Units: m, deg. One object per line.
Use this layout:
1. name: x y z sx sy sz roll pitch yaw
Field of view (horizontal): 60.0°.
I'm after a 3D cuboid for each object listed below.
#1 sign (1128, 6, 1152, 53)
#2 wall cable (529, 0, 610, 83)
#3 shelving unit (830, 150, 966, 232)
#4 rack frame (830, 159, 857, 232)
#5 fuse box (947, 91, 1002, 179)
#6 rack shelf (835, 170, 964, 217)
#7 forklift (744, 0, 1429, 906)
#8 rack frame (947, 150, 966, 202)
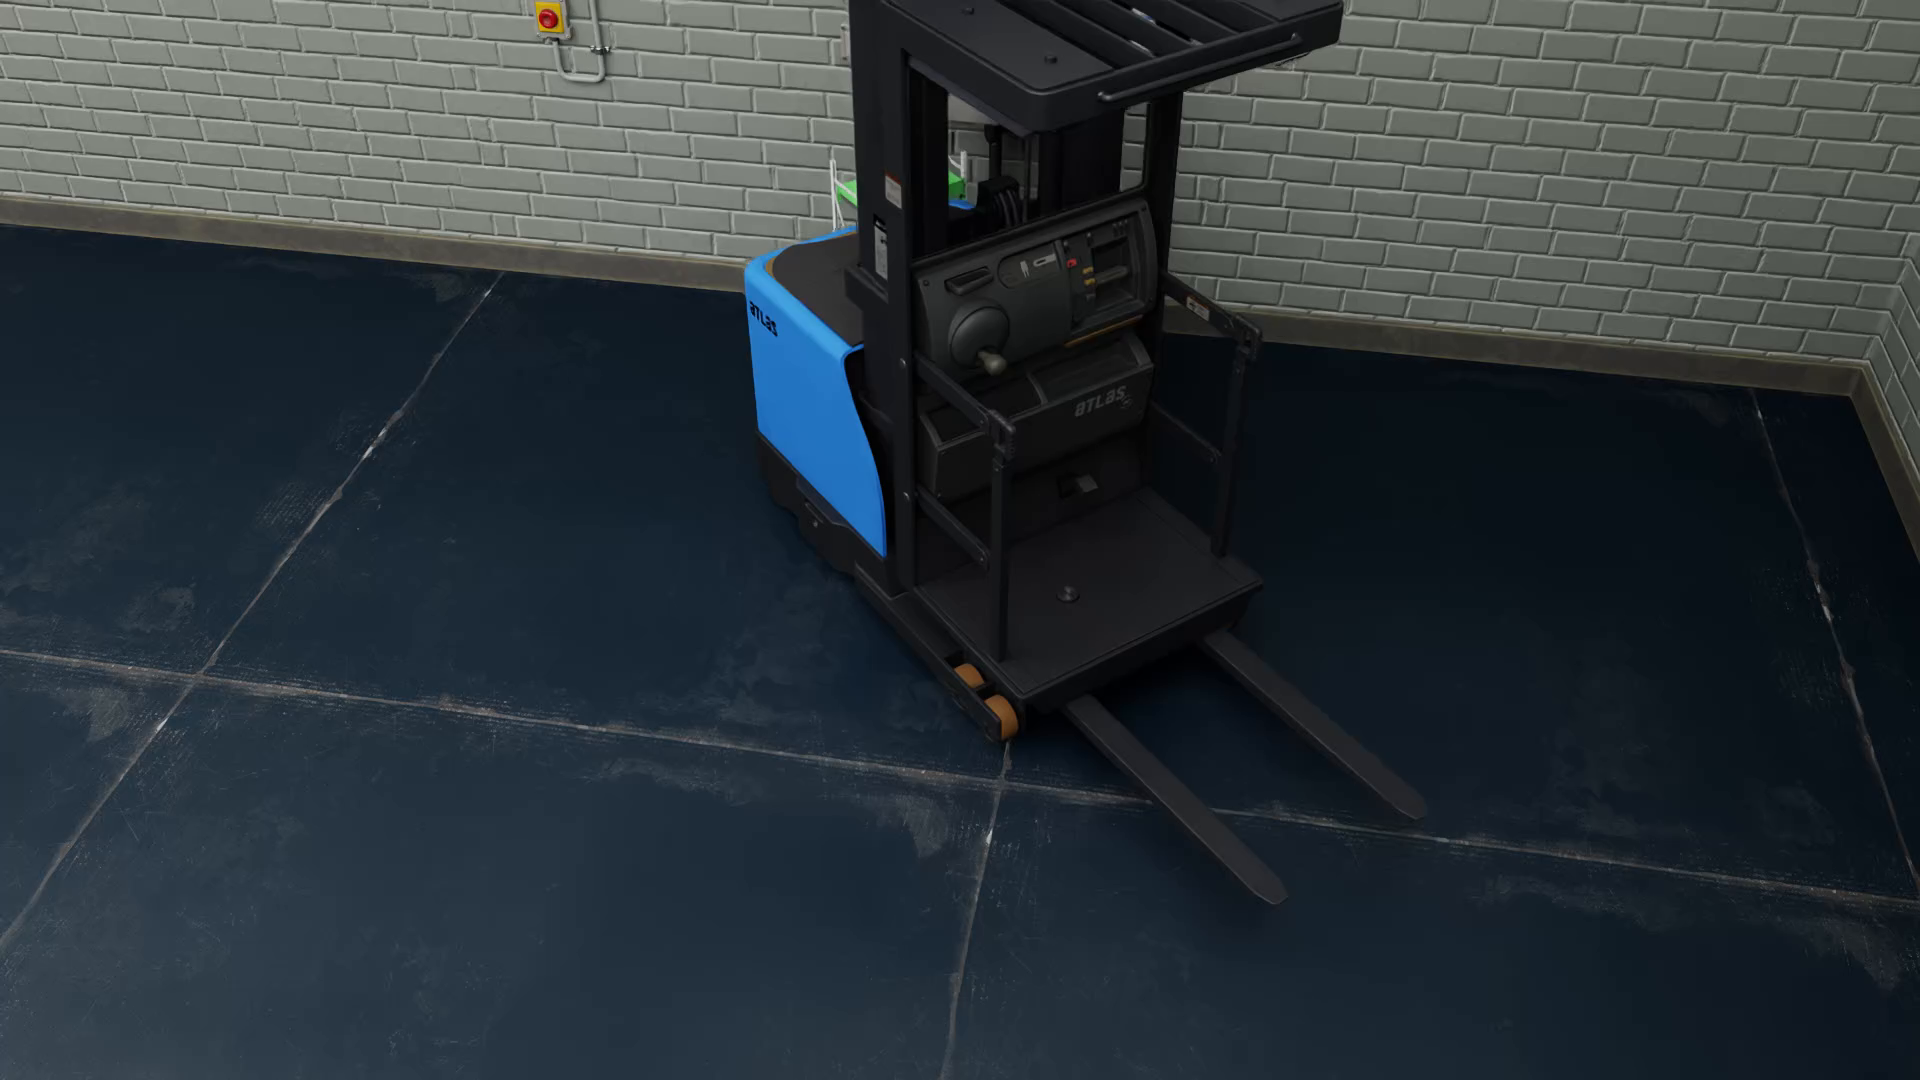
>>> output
1. sign: 0.681 -2.164 7.088 0.329 0.494 0.001 6 40 8
2. wall cable: -1.885 -2.852 7.024 0.585 1.953 0.123 6 40 8
3. shelving unit: -0.251 -1.098 7.137 0.503 1.200 0.258 -23 45 -25
4. rack frame: -0.454 -1.012 7.033 0.015 1.200 0.240 -23 45 -25
5. fuse box: 0.159 -1.629 7.377 0.539 1.711 0.414 6 40 8
6. rack shelf: -0.251 -1.419 6.872 0.480 0.148 0.258 -23 45 -25
7. forklift: 0.391 -0.765 5.375 1.130 2.935 3.031 -23 45 -25
8. rack frame: -0.048 -1.185 7.241 0.015 1.200 0.240 -23 45 -25
